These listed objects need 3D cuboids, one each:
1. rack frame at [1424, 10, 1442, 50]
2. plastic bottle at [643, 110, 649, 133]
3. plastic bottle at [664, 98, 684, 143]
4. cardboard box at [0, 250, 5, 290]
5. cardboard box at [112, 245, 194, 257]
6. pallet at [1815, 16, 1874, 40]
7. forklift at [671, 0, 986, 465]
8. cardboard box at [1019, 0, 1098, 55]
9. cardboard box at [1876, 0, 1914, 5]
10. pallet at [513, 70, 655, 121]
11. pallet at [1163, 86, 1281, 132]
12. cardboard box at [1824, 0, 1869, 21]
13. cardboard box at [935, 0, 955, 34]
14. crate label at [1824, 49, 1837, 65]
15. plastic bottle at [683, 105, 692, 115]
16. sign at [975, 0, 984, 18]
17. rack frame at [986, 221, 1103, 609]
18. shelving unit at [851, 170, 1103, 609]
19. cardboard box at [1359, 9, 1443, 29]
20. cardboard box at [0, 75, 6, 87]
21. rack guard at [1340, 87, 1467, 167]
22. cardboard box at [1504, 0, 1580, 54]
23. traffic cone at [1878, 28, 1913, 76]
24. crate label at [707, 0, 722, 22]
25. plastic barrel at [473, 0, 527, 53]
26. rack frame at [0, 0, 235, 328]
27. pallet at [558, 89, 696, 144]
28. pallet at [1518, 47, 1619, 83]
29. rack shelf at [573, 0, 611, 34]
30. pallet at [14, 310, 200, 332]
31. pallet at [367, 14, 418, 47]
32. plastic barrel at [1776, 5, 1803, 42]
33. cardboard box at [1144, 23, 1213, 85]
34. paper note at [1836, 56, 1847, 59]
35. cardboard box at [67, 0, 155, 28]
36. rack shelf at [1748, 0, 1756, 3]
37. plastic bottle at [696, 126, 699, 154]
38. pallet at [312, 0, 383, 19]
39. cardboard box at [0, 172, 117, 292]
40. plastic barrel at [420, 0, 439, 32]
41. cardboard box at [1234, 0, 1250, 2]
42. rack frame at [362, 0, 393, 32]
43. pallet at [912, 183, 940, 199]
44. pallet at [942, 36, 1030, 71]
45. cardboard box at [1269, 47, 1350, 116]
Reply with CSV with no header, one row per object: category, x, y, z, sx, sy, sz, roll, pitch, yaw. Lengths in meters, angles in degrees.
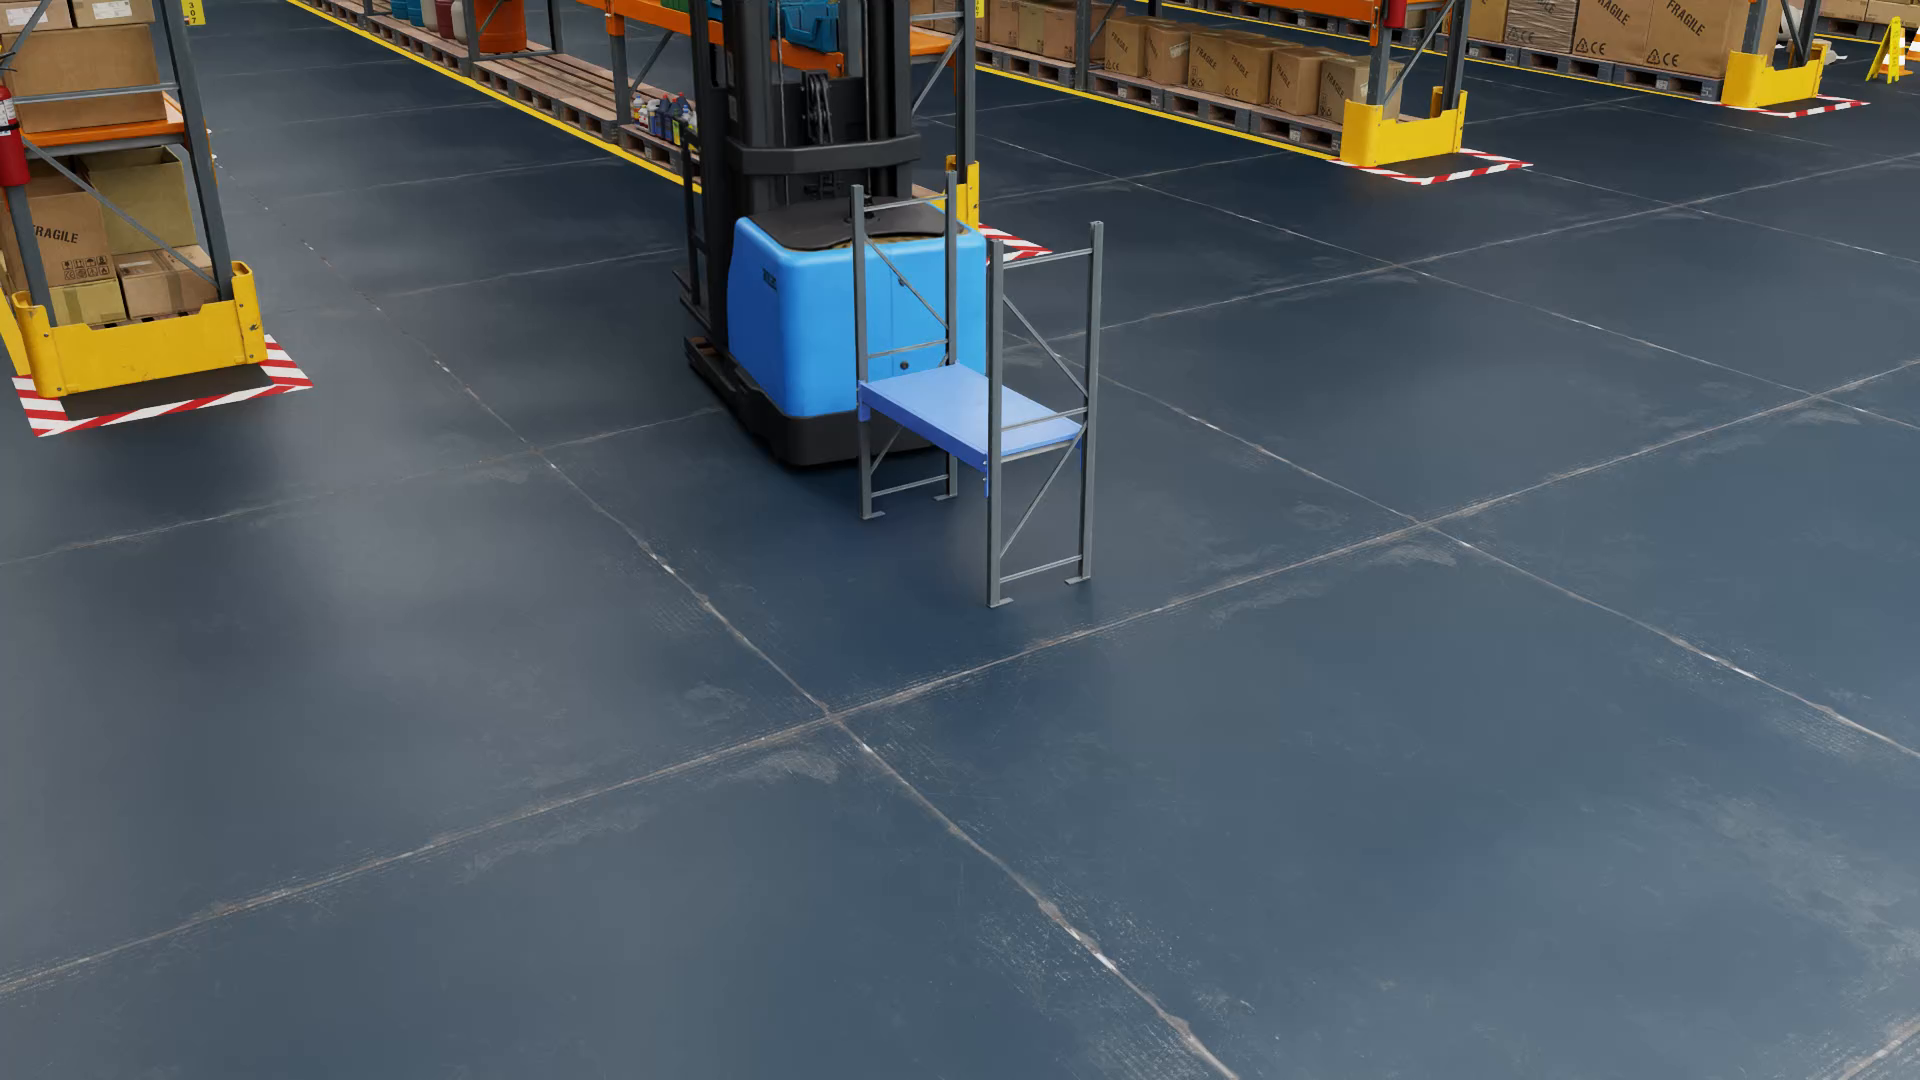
rack frame,5.832,-7.165,18.915,1.000,3.000,0.127,-16,29,-30
plastic bottle,-2.611,-3.536,13.989,0.097,0.201,0.097,0,25,0
plastic bottle,-2.333,-3.439,13.610,0.144,0.351,0.185,-17,30,-32
cardboard box,-5.595,-1.732,10.133,0.500,0.250,0.500,-16,29,-30
cardboard box,-4.880,-1.676,10.015,0.500,0.250,0.500,-16,29,-30
pallet,10.991,-6.425,20.613,1.003,0.211,1.213,-16,29,-30
forklift,-0.894,-2.279,8.644,1.130,2.935,3.031,-10,27,-20
cardboard box,1.059,-5.514,17.829,0.700,0.500,0.500,-16,29,-30
cardboard box,11.164,-6.622,19.613,0.500,0.500,0.500,-14,29,-28
pallet,-3.660,-4.339,16.194,1.003,0.211,1.213,-16,29,-30
pallet,2.688,-4.116,15.721,1.003,0.211,1.213,-16,29,-30
cardboard box,10.875,-6.470,20.171,0.500,0.250,0.500,-17,30,-31
cardboard box,0.134,-6.114,19.101,0.700,0.500,0.500,-18,31,-34
crate label,9.567,-5.369,18.464,0.298,0.136,0.250,12,28,24
plastic bottle,-2.255,-3.447,13.719,0.097,0.271,0.097,0,25,0
sign,0.118,-3.712,11.276,0.100,0.325,0.005,-16,29,-30
rack frame,0.324,-0.466,6.480,0.500,1.500,0.032,-16,29,-30
shelving unit,0.047,-0.648,6.865,0.538,1.500,1.048,-16,29,-30
cardboard box,5.418,-6.539,19.731,1.050,0.750,0.750,-16,29,-30
cardboard box,-5.032,-2.710,9.359,0.700,0.500,0.500,-15,29,-28
rack guard,3.763,-3.512,14.103,1.175,0.500,0.348,-16,29,-30
cardboard box,6.612,-5.832,18.086,0.875,0.875,0.875,-15,29,-29
traffic cone,10.048,-5.250,17.829,0.336,0.463,0.334,-16,29,-30
crate label,-1.576,-4.072,12.320,0.502,0.435,0.616,-16,29,-30
plastic barrel,-4.994,-5.702,17.864,0.600,0.830,0.708,-16,29,-30
rack frame,-4.497,-2.308,8.625,1.000,3.000,0.127,-16,29,-30
pallet,-2.990,-3.902,15.269,1.003,0.211,1.213,-16,29,-30
pallet,6.852,-5.177,17.970,1.003,0.211,1.213,-16,29,-30
rack shelf,-3.620,-5.281,15.767,1.077,0.370,4.000,-16,29,-30
pallet,-4.950,-1.310,9.779,1.003,0.211,1.213,-16,29,-30
pallet,-6.510,-6.206,20.149,1.003,0.211,1.213,-16,29,-30
plastic barrel,9.712,-6.145,19.772,0.512,0.421,0.421,3,25,6
cardboard box,2.125,-4.750,16.234,0.500,0.500,0.500,-6,26,-13
paper note,9.924,-5.456,18.772,0.142,0.019,0.148,18,31,33
cardboard box,-4.531,-2.837,8.868,0.380,0.149,0.250,-16,30,-30
rack shelf,6.924,-6.125,17.553,1.077,0.370,4.000,-16,29,-30
plastic bottle,-1.999,-3.221,13.147,0.144,0.351,0.185,-14,29,-27
pallet,-8.000,-7.183,22.218,1.003,0.211,1.213,-16,29,-30
cardboard box,-5.039,-1.716,9.221,0.500,0.500,0.500,-16,29,-30
plastic barrel,-5.993,-6.143,19.171,0.421,0.512,0.421,0,25,0
cardboard box,3.906,-7.530,21.830,1.050,0.750,0.750,-16,30,-30
rack frame,-6.896,-7.753,20.159,1.000,3.000,0.127,-16,29,-30
pallet,-0.865,-2.508,12.315,1.003,0.211,1.213,-16,29,-30
pallet,0.525,-5.500,18.652,1.003,0.211,1.213,-16,29,-30
cardboard box,3.123,-4.108,14.873,0.500,0.500,0.500,-8,26,-16
